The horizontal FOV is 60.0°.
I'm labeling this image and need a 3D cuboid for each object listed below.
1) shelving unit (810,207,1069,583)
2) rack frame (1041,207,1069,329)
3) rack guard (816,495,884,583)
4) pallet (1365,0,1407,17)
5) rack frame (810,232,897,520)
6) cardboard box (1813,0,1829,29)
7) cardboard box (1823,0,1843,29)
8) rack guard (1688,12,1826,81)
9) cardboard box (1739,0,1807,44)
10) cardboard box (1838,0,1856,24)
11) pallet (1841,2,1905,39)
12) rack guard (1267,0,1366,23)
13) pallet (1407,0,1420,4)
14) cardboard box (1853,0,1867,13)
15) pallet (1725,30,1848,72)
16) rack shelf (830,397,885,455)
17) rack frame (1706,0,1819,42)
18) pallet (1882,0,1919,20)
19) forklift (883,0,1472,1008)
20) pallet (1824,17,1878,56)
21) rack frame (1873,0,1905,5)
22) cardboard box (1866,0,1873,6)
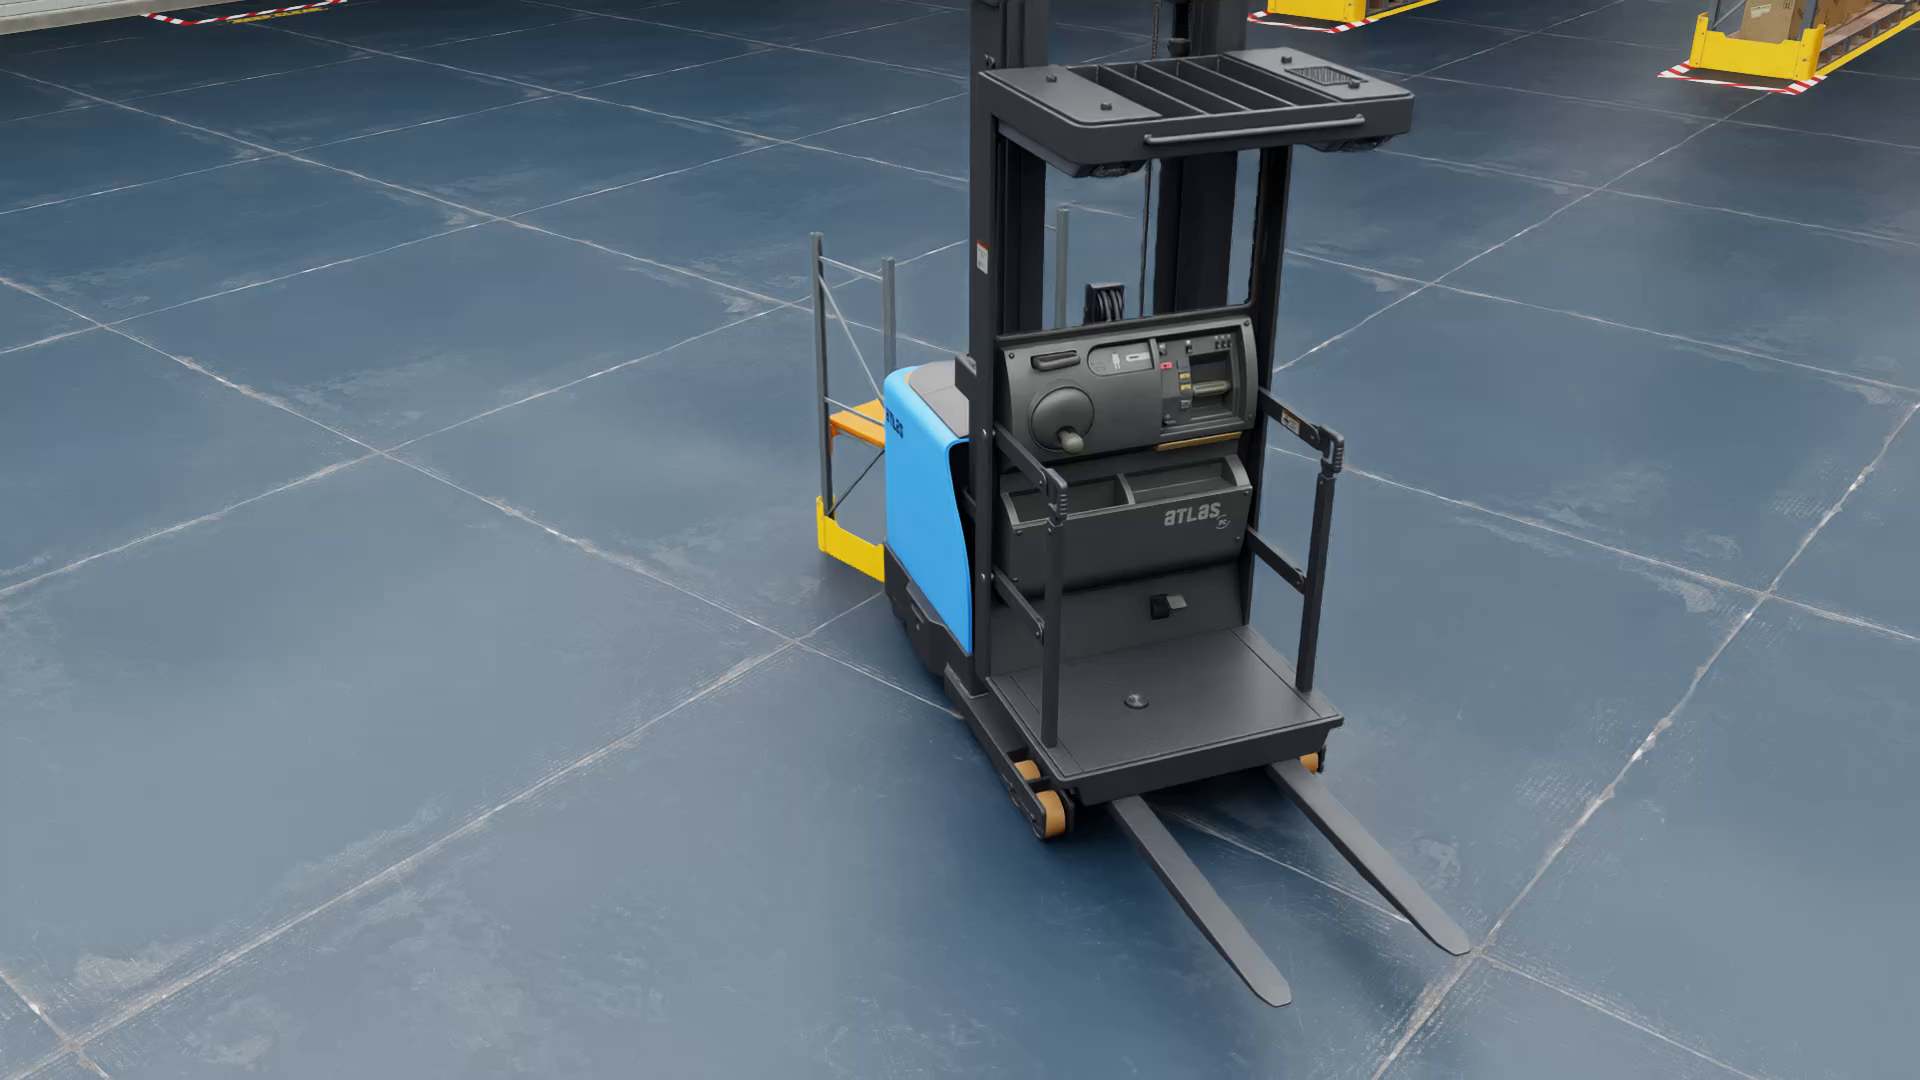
[{"bbox_3d":[-0.069,-0.705,7.481,1.083,1.500,0.587,-23,35,-38],"label":"shelving unit"},{"bbox_3d":[0.294,-0.863,7.785,0.032,1.500,0.500,-23,35,-38],"label":"rack frame"},{"bbox_3d":[-0.431,0.007,7.464,0.087,0.250,0.587,-23,35,-38],"label":"rack guard"},{"bbox_3d":[4.764,-6.650,20.374,1.003,0.211,1.213,21,34,34],"label":"pallet"},{"bbox_3d":[-0.445,-0.542,7.165,0.032,1.500,0.500,-23,35,-38],"label":"rack frame"},{"bbox_3d":[8.817,-5.628,17.628,0.500,0.500,0.500,-18,32,-31],"label":"cardboard box"},{"bbox_3d":[9.230,-5.845,18.047,0.500,0.500,0.500,25,36,39],"label":"cardboard box"},{"bbox_3d":[8.101,-5.030,16.929,1.175,0.500,0.348,21,34,34],"label":"rack guard"},{"bbox_3d":[8.463,-5.406,17.199,0.500,0.500,0.500,-21,34,-35],"label":"cardboard box"},{"bbox_3d":[9.619,-6.029,18.404,0.500,0.500,0.500,17,32,30],"label":"cardboard box"},{"bbox_3d":[10.197,-6.045,19.205,1.003,0.211,1.213,21,34,34],"label":"pallet"},{"bbox_3d":[4.243,-6.491,19.754,1.175,0.500,0.348,21,34,34],"label":"rack guard"},{"bbox_3d":[5.540,-7.080,21.207,1.003,0.211,1.213,21,34,34],"label":"pallet"},{"bbox_3d":[9.953,-6.273,18.874,0.500,0.500,0.500,-16,31,-28],"label":"cardboard box"},{"bbox_3d":[8.645,-5.180,17.533,1.003,0.211,1.213,21,34,34],"label":"pallet"},{"bbox_3d":[-0.076,-0.543,7.558,1.000,0.185,0.538,-23,35,-38],"label":"rack shelf"},{"bbox_3d":[8.053,-6.113,16.303,1.000,3.000,0.127,21,34,34],"label":"rack frame"},{"bbox_3d":[11.091,-6.570,20.220,1.003,0.211,1.213,21,34,34],"label":"pallet"},{"bbox_3d":[0.669,-0.486,5.500,1.130,2.935,3.031,-10,29,-18],"label":"forklift"},{"bbox_3d":[9.421,-5.610,18.365,1.003,0.211,1.213,21,34,34],"label":"pallet"},{"bbox_3d":[10.597,-7.532,19.044,1.000,3.000,0.127,21,34,34],"label":"rack frame"},{"bbox_3d":[10.312,-6.478,19.271,0.500,0.500,0.500,20,33,33],"label":"cardboard box"}]
